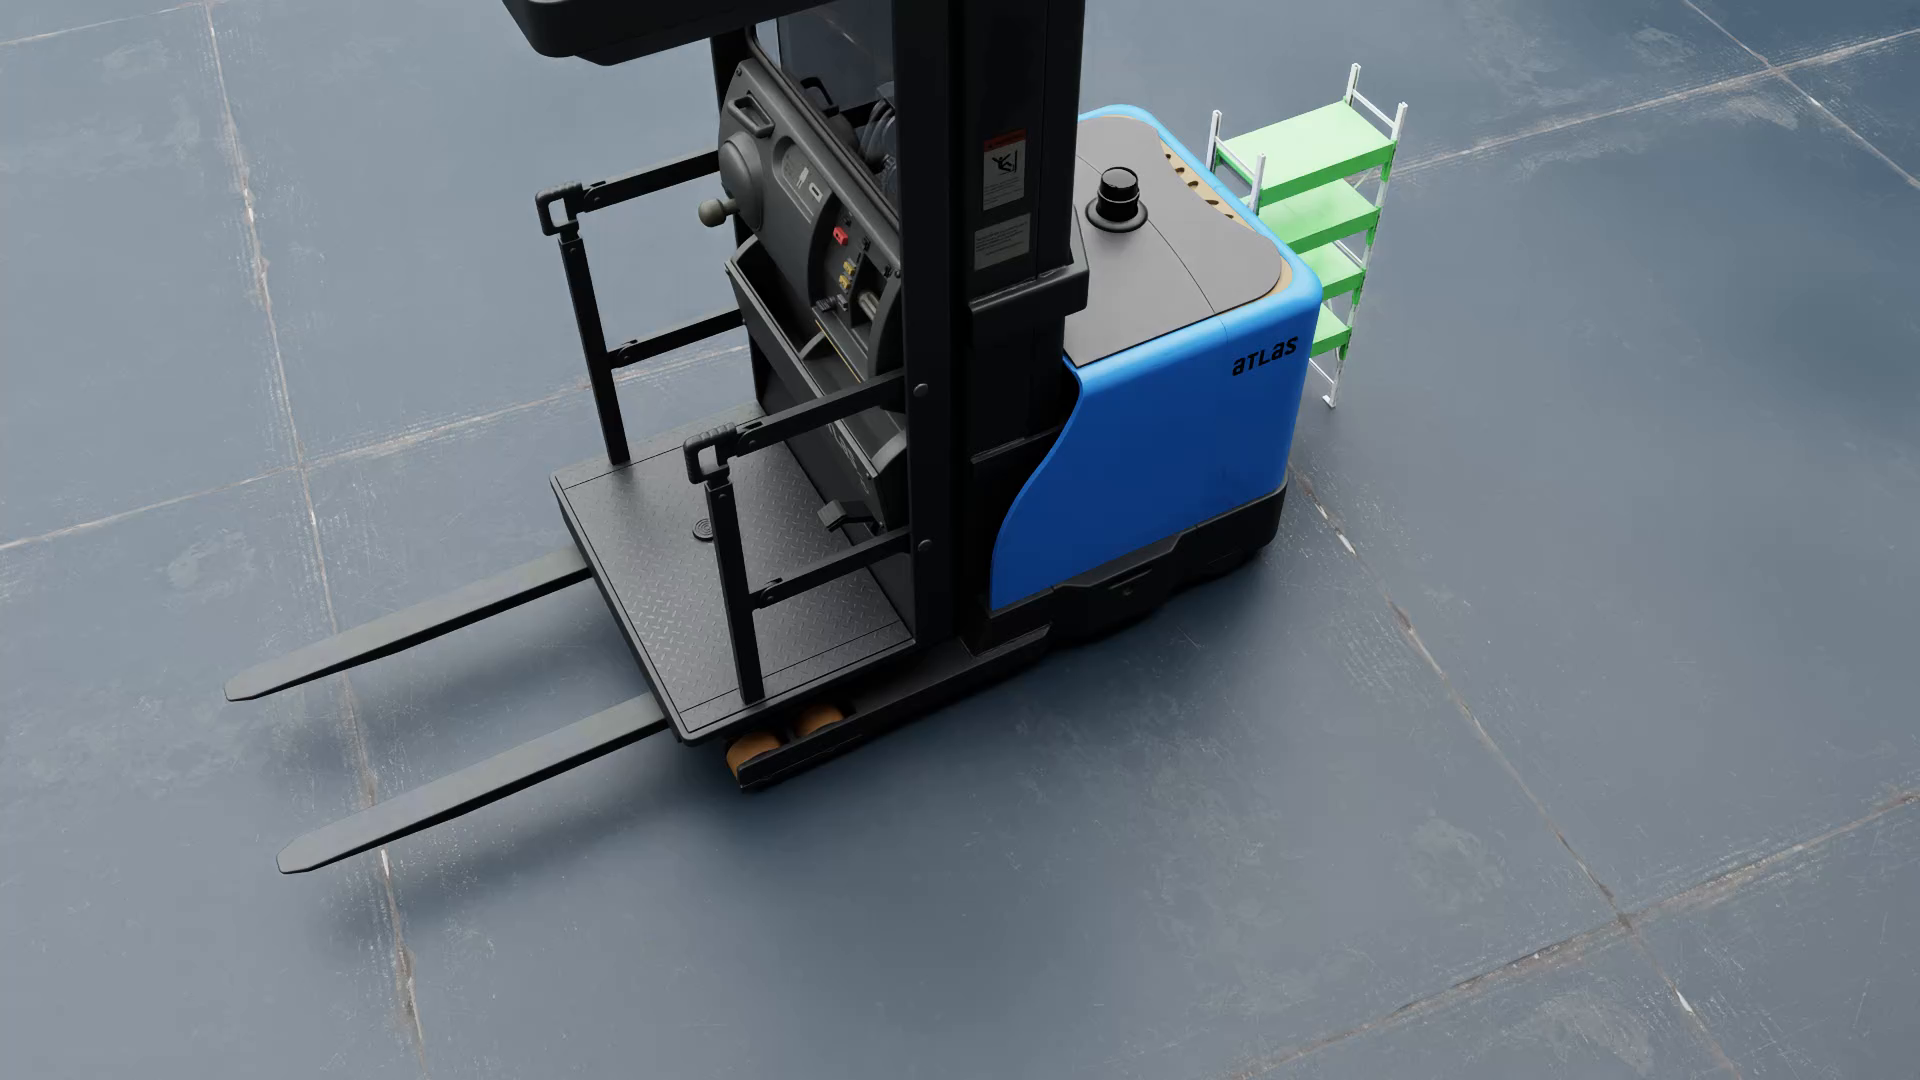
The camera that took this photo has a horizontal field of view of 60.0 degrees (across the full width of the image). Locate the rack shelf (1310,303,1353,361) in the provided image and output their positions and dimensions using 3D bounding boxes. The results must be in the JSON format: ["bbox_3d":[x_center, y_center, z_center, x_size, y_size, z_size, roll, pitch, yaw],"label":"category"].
[{"bbox_3d":[0.995,-0.635,5.405,0.480,0.148,0.258,-22,53,-18],"label":"rack shelf"}]

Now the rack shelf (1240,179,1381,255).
[{"bbox_3d":[0.995,-0.948,5.041,0.480,0.148,0.258,-22,53,-18],"label":"rack shelf"}]

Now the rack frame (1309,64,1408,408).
[{"bbox_3d":[1.210,-0.921,5.250,0.015,1.200,0.240,-22,53,-18],"label":"rack frame"}]

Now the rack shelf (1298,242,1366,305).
[{"bbox_3d":[0.995,-0.792,5.223,0.480,0.148,0.258,-22,53,-18],"label":"rack shelf"}]

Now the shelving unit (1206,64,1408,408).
[{"bbox_3d":[0.995,-0.833,5.175,0.503,1.200,0.258,-22,53,-18],"label":"shelving unit"}]

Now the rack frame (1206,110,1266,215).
[{"bbox_3d":[0.781,-0.745,5.099,0.015,1.200,0.240,-22,53,-18],"label":"rack frame"}]

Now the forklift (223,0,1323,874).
[{"bbox_3d":[-0.553,-0.729,3.944,3.031,2.935,1.130,-22,53,-18],"label":"forklift"}]

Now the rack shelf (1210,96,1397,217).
[{"bbox_3d":[0.995,-1.104,4.859,0.480,0.148,0.258,-22,53,-18],"label":"rack shelf"}]
